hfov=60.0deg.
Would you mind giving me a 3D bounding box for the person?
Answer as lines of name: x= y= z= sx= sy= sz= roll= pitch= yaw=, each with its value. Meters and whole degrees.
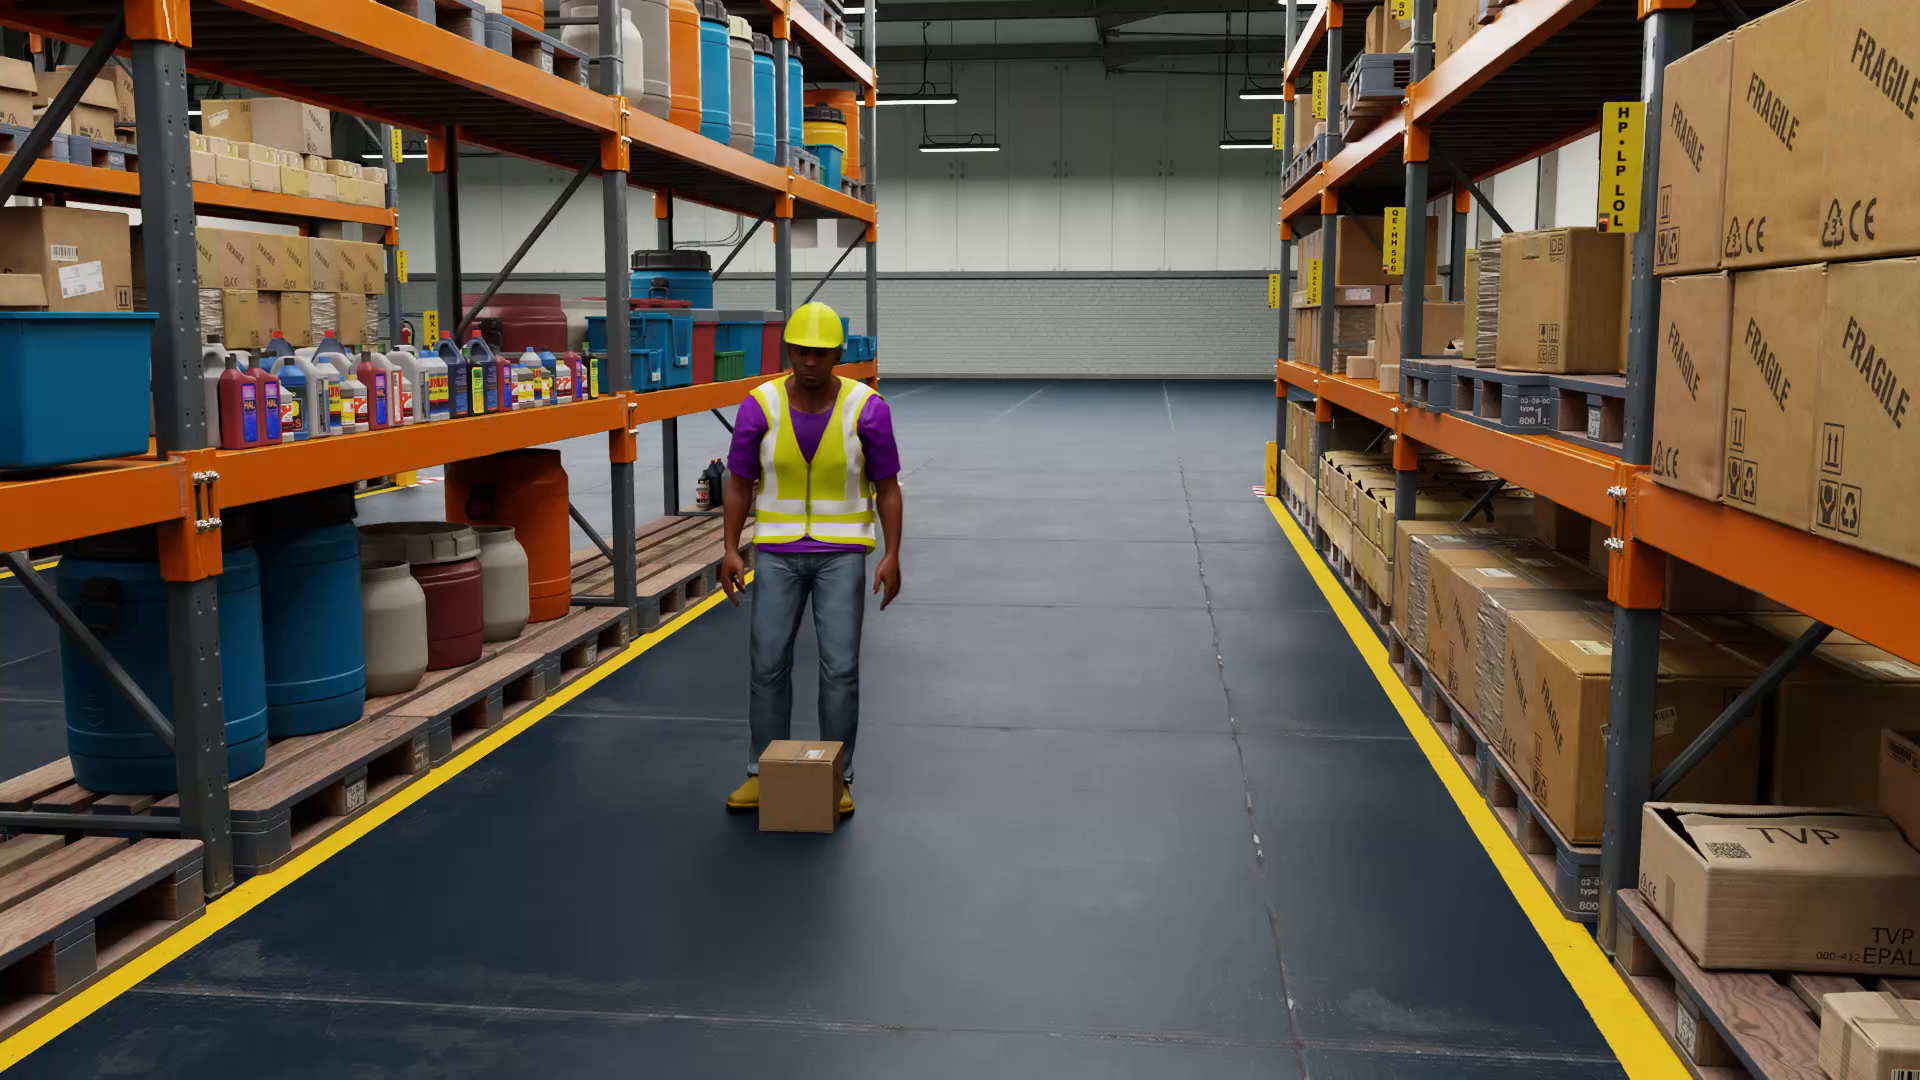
person: x=-0.517 y=0.060 z=5.778 sx=0.632 sy=1.759 sz=0.462 roll=0 pitch=8 yaw=3
